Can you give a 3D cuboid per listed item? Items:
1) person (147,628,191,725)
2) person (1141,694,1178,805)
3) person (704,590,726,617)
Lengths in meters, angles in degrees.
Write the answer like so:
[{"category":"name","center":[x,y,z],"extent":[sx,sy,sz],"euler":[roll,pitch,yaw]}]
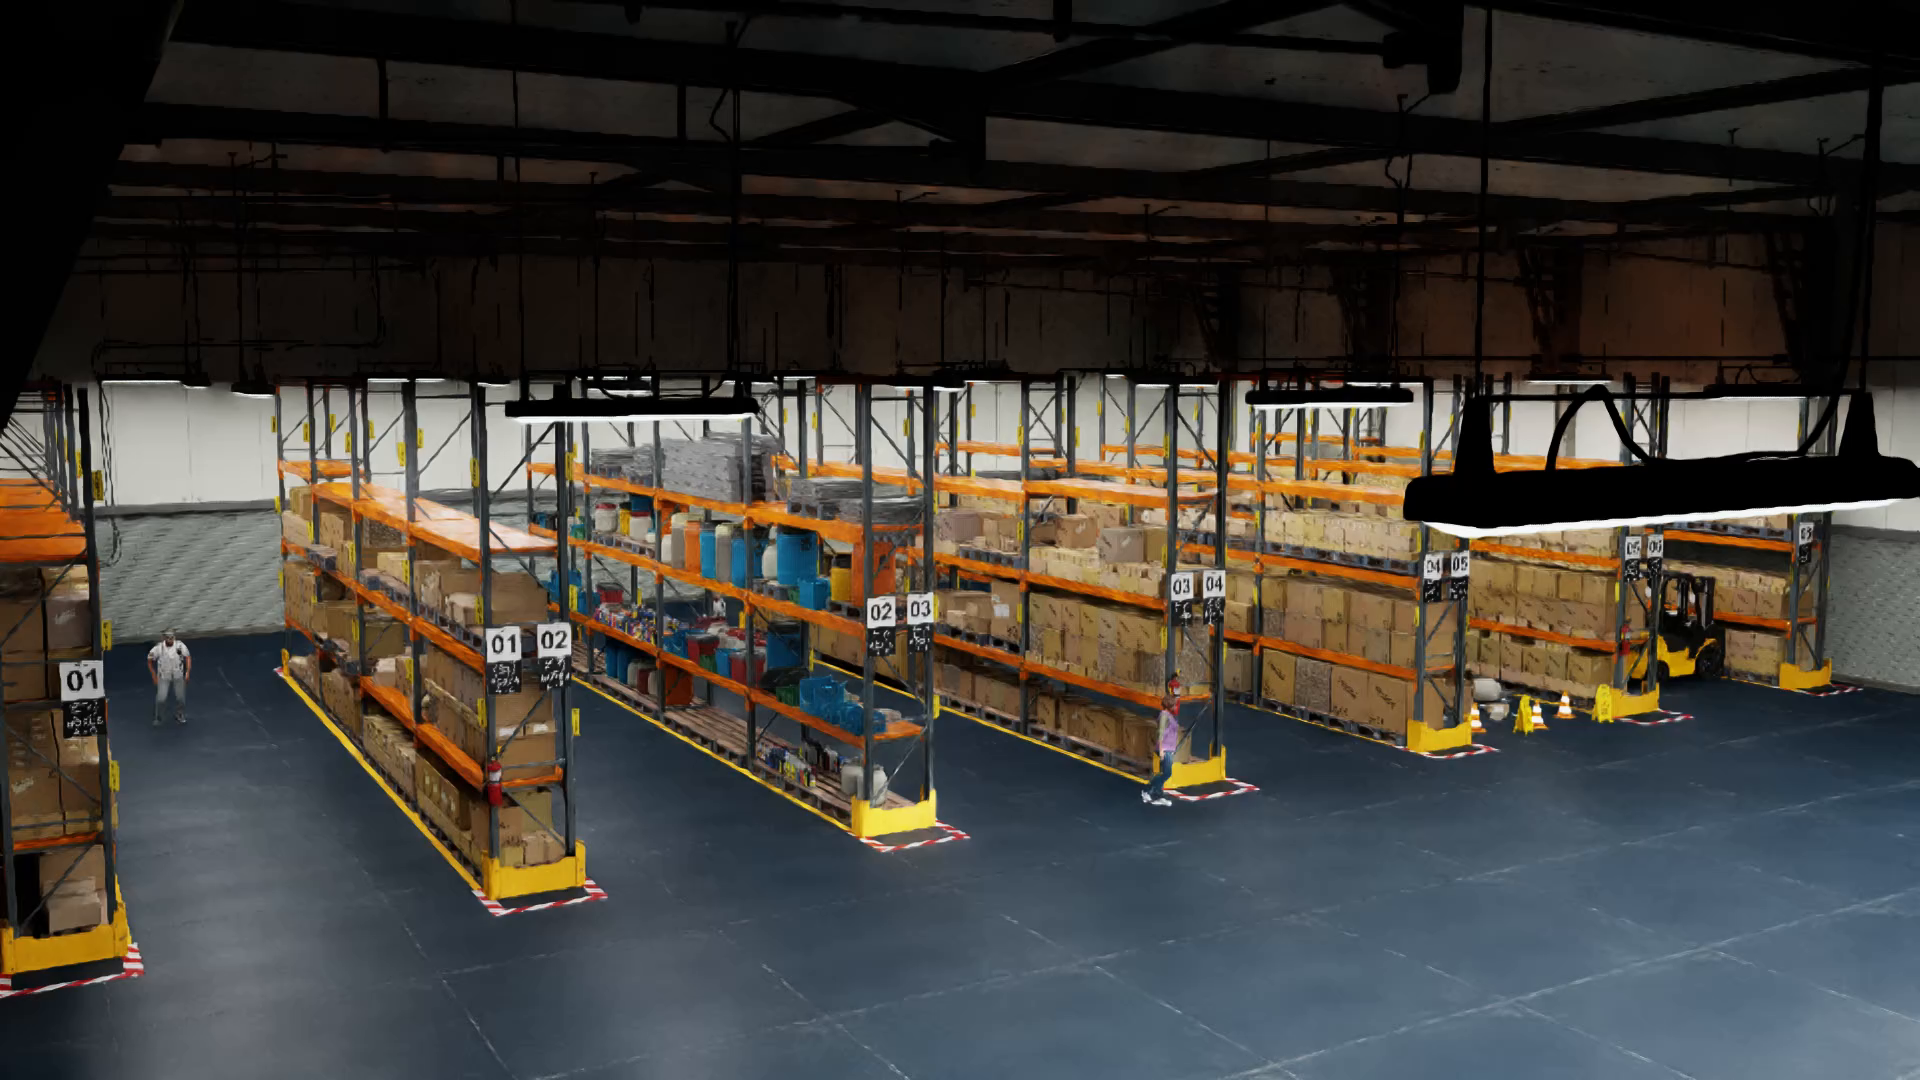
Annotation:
[{"category":"person","center":[-13.659,2.341,28.752],"extent":[0.682,1.715,0.542],"euler":[-4,7,-32]},{"category":"person","center":[2.824,2.982,23.530],"extent":[0.465,1.577,0.583],"euler":[2,7,20]},{"category":"person","center":[-5.061,1.747,34.460],"extent":[0.495,1.576,1.086],"euler":[-3,7,-28]}]
